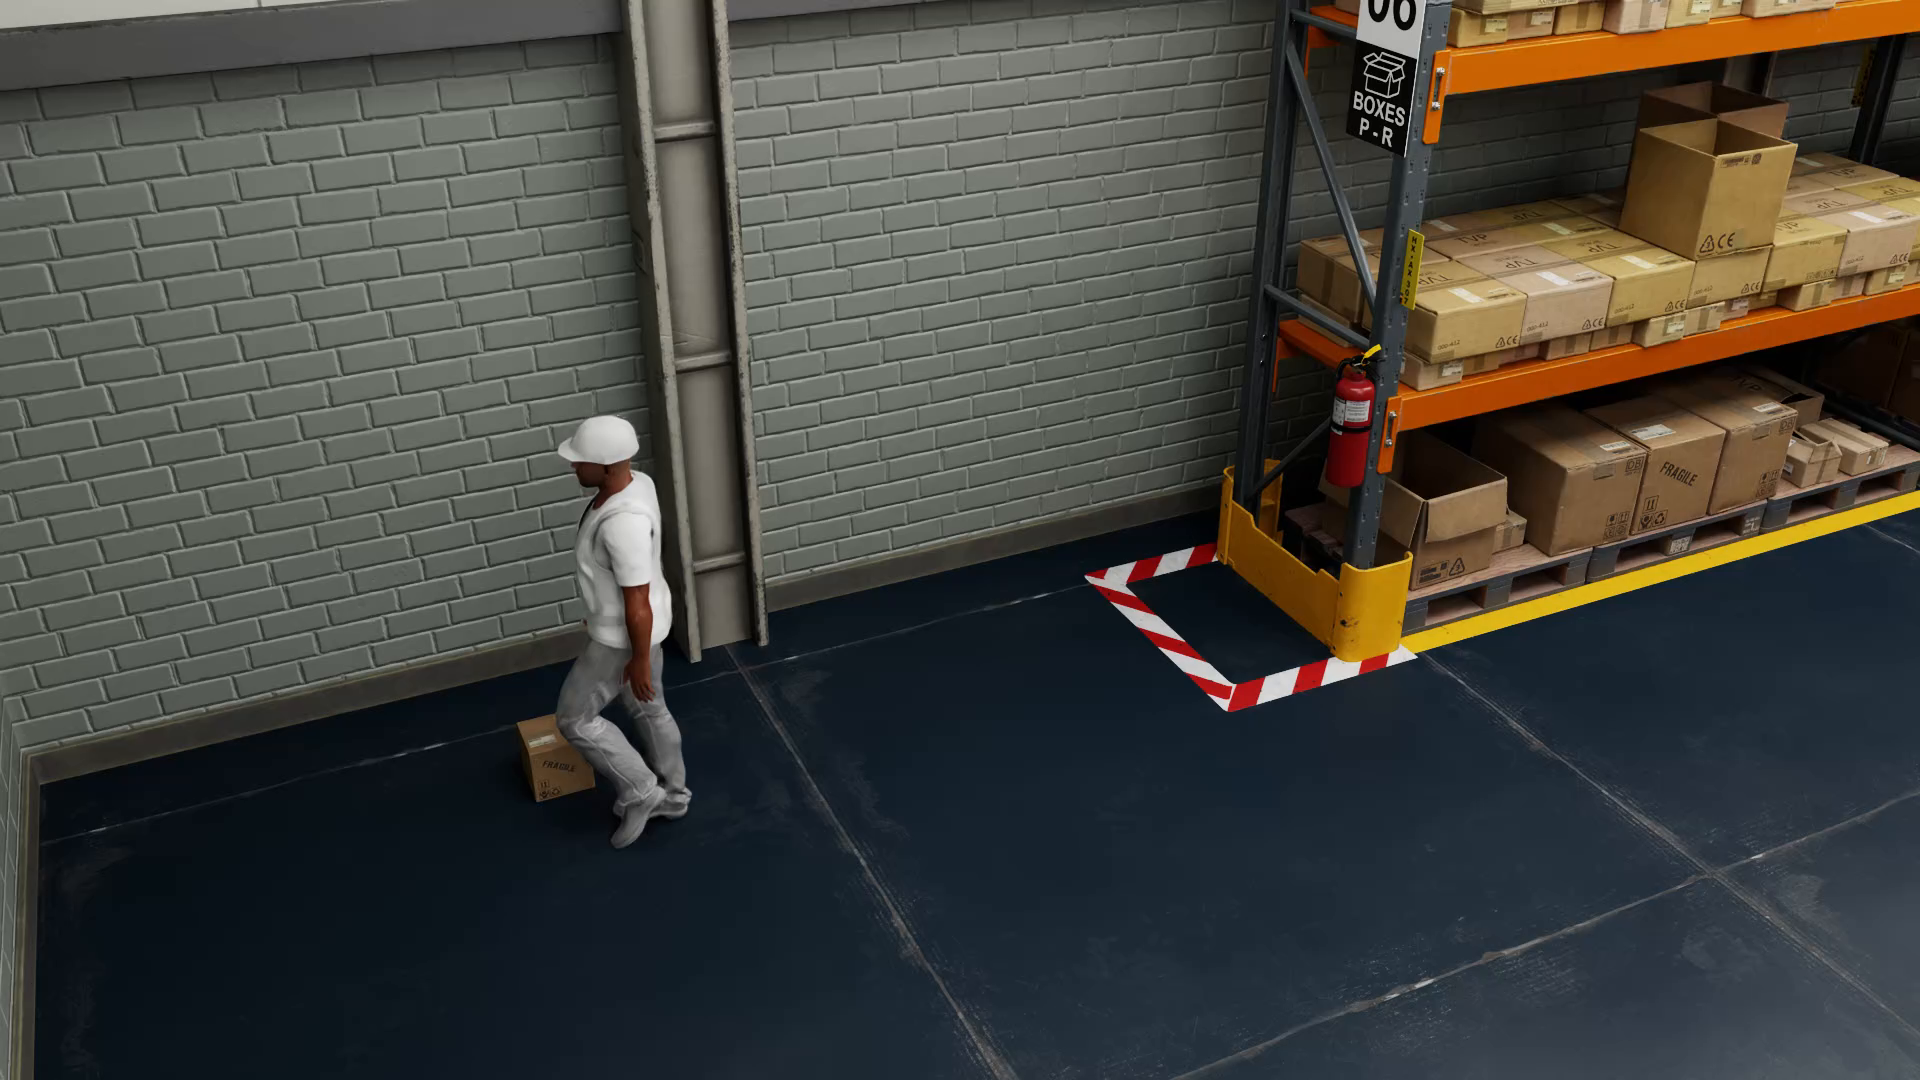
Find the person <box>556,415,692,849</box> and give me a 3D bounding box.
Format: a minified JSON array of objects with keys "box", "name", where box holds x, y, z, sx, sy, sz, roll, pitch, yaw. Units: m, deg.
[{"box":[-1.340,0.342,6.465,0.483,1.770,0.634,-2,29,-3],"name":"person"}]
